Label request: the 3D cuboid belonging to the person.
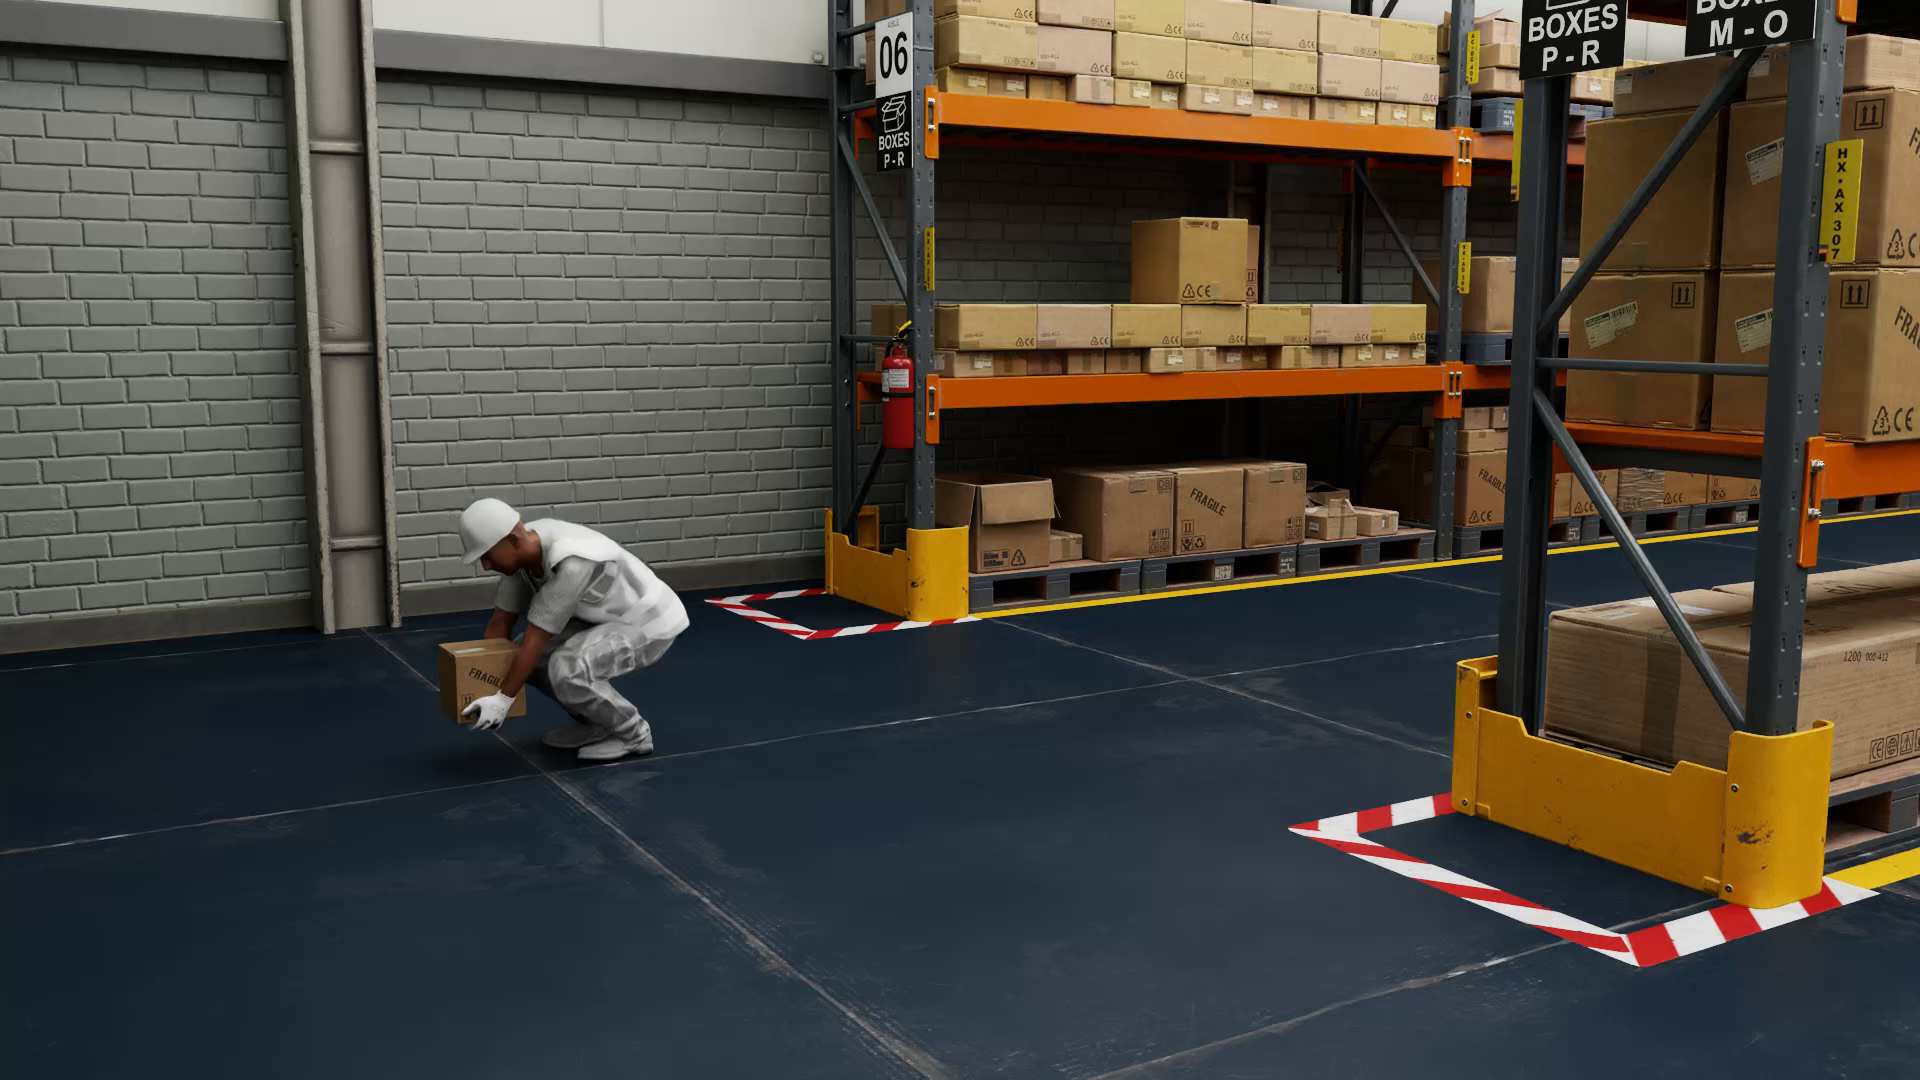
[{"bbox_3d":[-1.465,0.324,6.257,0.899,1.010,0.555,-5,10,-32],"label":"person"}]
